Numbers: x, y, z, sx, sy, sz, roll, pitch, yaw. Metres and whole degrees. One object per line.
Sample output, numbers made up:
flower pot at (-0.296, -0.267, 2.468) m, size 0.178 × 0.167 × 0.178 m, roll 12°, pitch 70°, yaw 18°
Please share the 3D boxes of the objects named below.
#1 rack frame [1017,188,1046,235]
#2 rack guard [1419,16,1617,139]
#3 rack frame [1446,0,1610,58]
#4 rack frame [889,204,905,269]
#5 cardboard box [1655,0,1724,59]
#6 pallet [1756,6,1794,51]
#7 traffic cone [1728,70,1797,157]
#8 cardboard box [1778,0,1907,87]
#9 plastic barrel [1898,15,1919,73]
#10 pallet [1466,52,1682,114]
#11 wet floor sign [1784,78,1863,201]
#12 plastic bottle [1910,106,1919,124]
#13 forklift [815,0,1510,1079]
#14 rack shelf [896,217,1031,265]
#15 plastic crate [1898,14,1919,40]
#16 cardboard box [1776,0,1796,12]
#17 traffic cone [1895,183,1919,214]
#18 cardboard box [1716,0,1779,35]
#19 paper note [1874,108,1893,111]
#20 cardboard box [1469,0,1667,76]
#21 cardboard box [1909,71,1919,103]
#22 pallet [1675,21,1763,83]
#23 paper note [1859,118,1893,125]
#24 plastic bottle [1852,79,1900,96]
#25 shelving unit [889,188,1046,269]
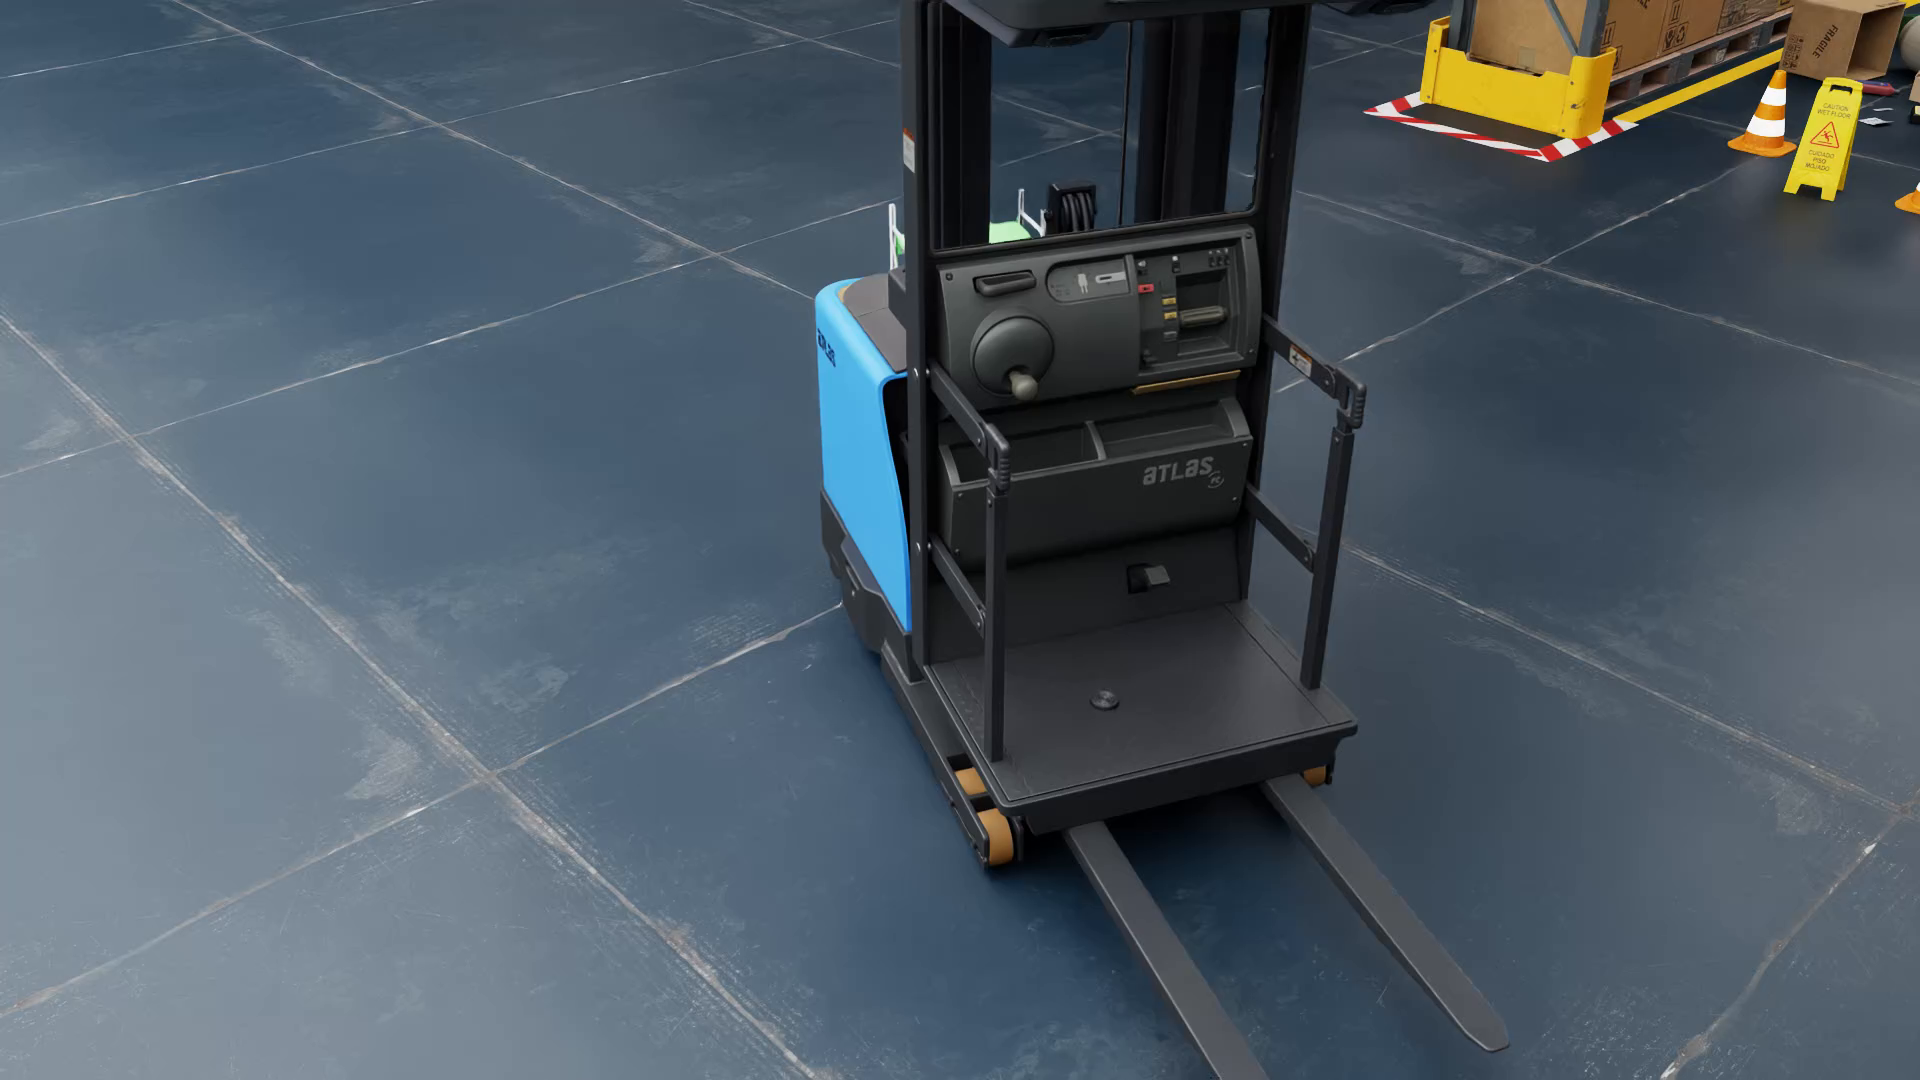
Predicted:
rack frame at (0.256, -0.706, 6.255) m, size 0.015 × 1.200 × 0.240 m, roll -11°, pitch 33°, yaw -17°
rack guard at (3.542, -2.969, 10.627) m, size 0.348 × 0.500 × 1.175 m, roll -26°, pitch 40°, yaw -35°
rack frame at (3.559, -4.044, 9.989) m, size 0.127 × 3.000 × 1.000 m, roll -26°, pitch 40°, yaw -35°
rack frame at (-0.204, -0.621, 6.116) m, size 0.015 × 1.200 × 0.240 m, roll -11°, pitch 33°, yaw -17°
cardboard box at (4.655, -3.896, 11.380) m, size 0.875 × 0.875 × 0.875 m, roll -27°, pitch 40°, yaw -36°
pallet at (5.881, -4.034, 12.644) m, size 1.213 × 0.211 × 1.003 m, roll -26°, pitch 40°, yaw -35°
traffic cone at (4.914, -2.607, 10.070) m, size 0.334 × 0.463 × 0.336 m, roll -26°, pitch 40°, yaw -35°
cardboard box at (6.052, -3.455, 11.418) m, size 0.500 × 0.500 × 0.500 m, roll -19°, pitch 36°, yaw -28°
plastic barrel at (6.703, -3.375, 11.363) m, size 0.421 × 0.421 × 0.512 m, roll -1°, pitch 31°, yaw -2°
pallet at (4.092, -3.168, 11.229) m, size 1.213 × 0.211 × 1.003 m, roll -26°, pitch 40°, yaw -35°
wet floor sign at (4.884, -2.272, 9.348) m, size 0.267 × 0.644 × 0.232 m, roll 22°, pitch 37°, yaw 31°
plastic bottle at (6.170, -2.729, 10.655) m, size 0.133 × 0.061 × 0.283 m, roll 15°, pitch 34°, yaw 23°
forklift at (0.468, -0.564, 4.362) m, size 1.130 × 2.935 × 3.031 m, roll -11°, pitch 33°, yaw -17°
rack shelf at (0.026, -1.019, 5.968) m, size 0.480 × 0.148 × 0.258 m, roll -11°, pitch 33°, yaw -17°
plastic crate at (7.256, -3.725, 12.107) m, size 0.662 × 0.188 × 0.450 m, roll -7°, pitch 22°, yaw -11°
cardboard box at (5.983, -4.540, 12.433) m, size 0.875 × 0.875 × 0.875 m, roll -25°, pitch 39°, yaw -35°
traffic cone at (5.433, -2.054, 9.166) m, size 0.334 × 0.463 × 0.336 m, roll -26°, pitch 40°, yaw -35°
cardboard box at (5.325, -4.218, 11.908) m, size 0.875 × 0.875 × 0.875 m, roll -25°, pitch 40°, yaw -35°
paper note at (6.011, -2.802, 10.823) m, size 0.123 × 0.001 × 0.032 m, roll -7°, pitch 32°, yaw -11°
cardboard box at (4.011, -3.583, 10.868) m, size 0.875 × 0.875 × 0.875 m, roll -26°, pitch 40°, yaw -35°
cardboard box at (6.484, -2.983, 10.873) m, size 0.258 × 0.266 × 0.396 m, roll -19°, pitch 36°, yaw -28°
pallet at (4.987, -3.599, 11.933) m, size 1.213 × 0.211 × 1.003 m, roll -26°, pitch 40°, yaw -35°
paper note at (5.833, -2.669, 10.587) m, size 0.142 × 0.017 × 0.144 m, roll -12°, pitch 34°, yaw -19°
plastic bottle at (6.140, -3.027, 11.141) m, size 0.283 × 0.061 × 0.133 m, roll 15°, pitch 34°, yaw 23°
shelving unit at (0.026, -0.664, 6.185) m, size 0.503 × 1.200 × 0.258 m, roll -11°, pitch 33°, yaw -17°
